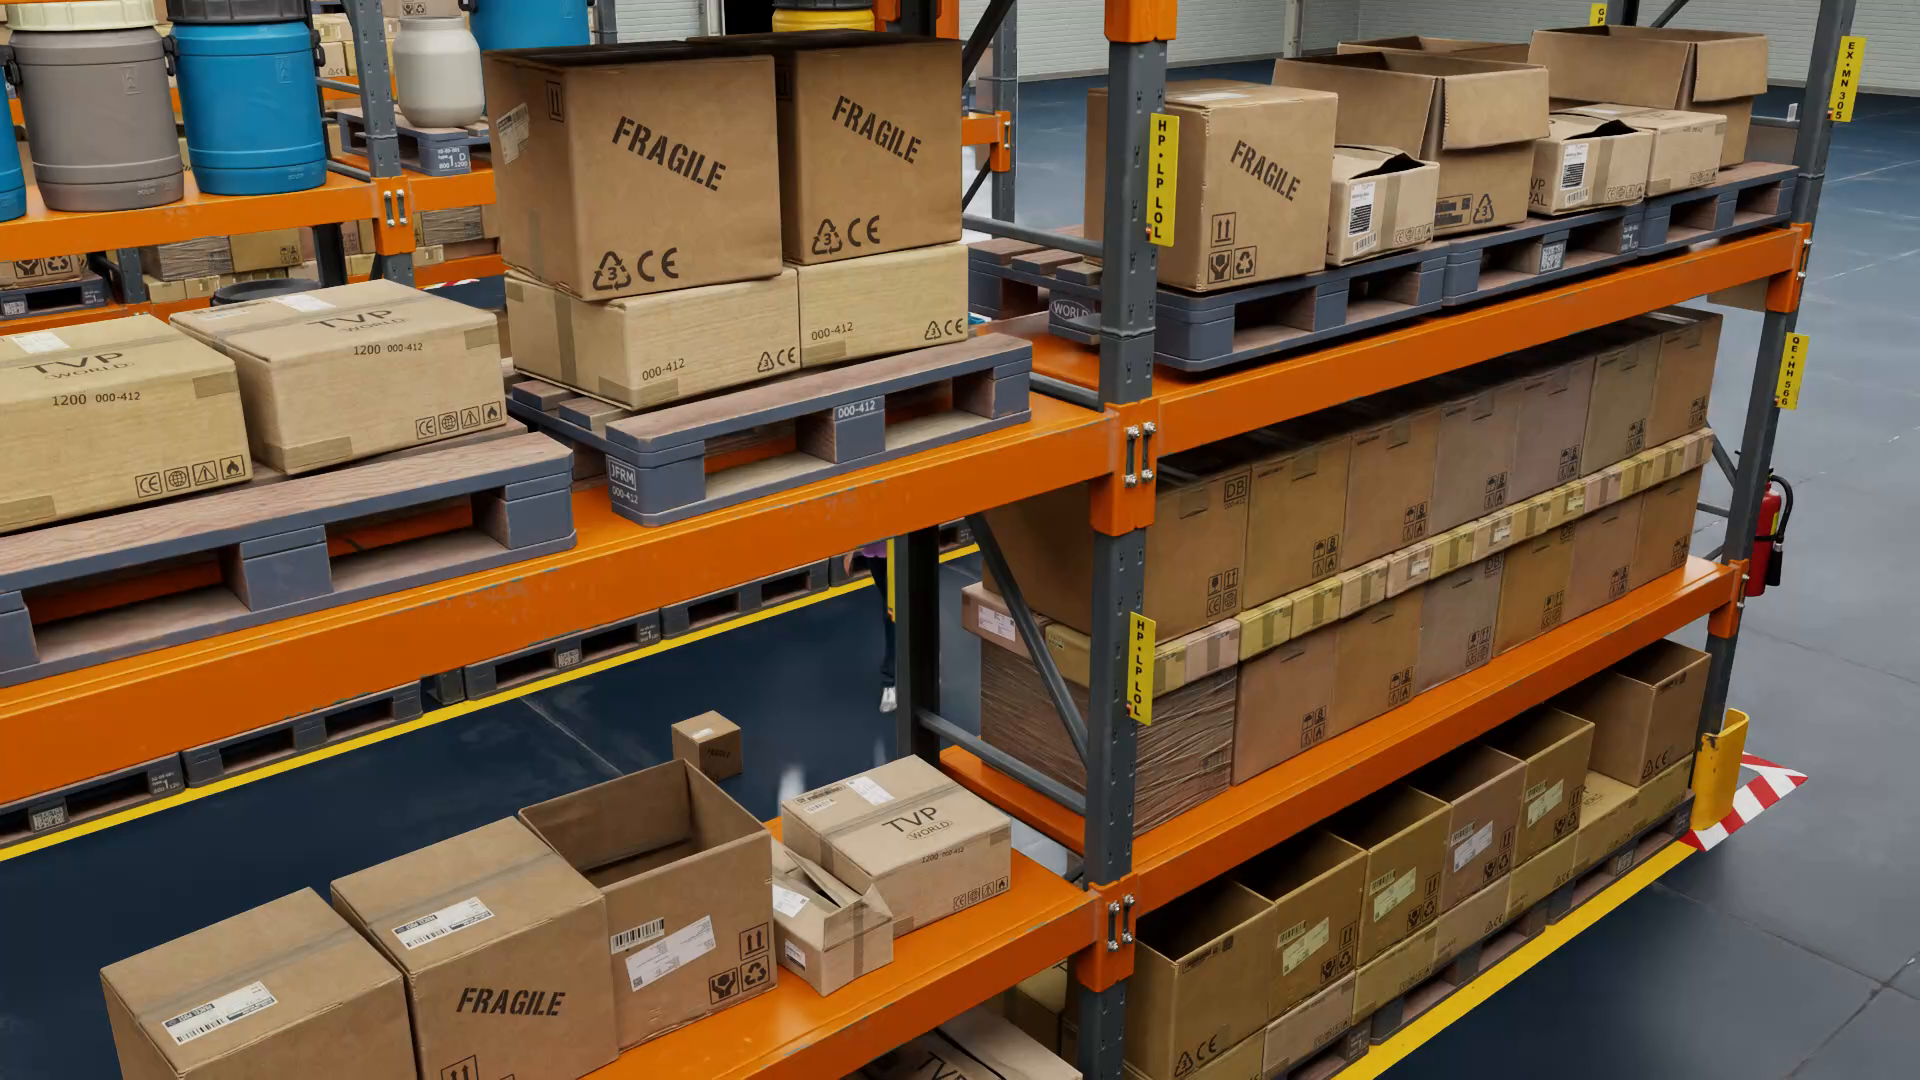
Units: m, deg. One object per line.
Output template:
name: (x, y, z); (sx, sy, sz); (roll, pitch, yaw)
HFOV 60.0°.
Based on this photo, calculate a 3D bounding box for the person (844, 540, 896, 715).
person: (-0.373, 0.076, 8.926); (0.431, 1.625, 0.592); (15, 26, 33)
